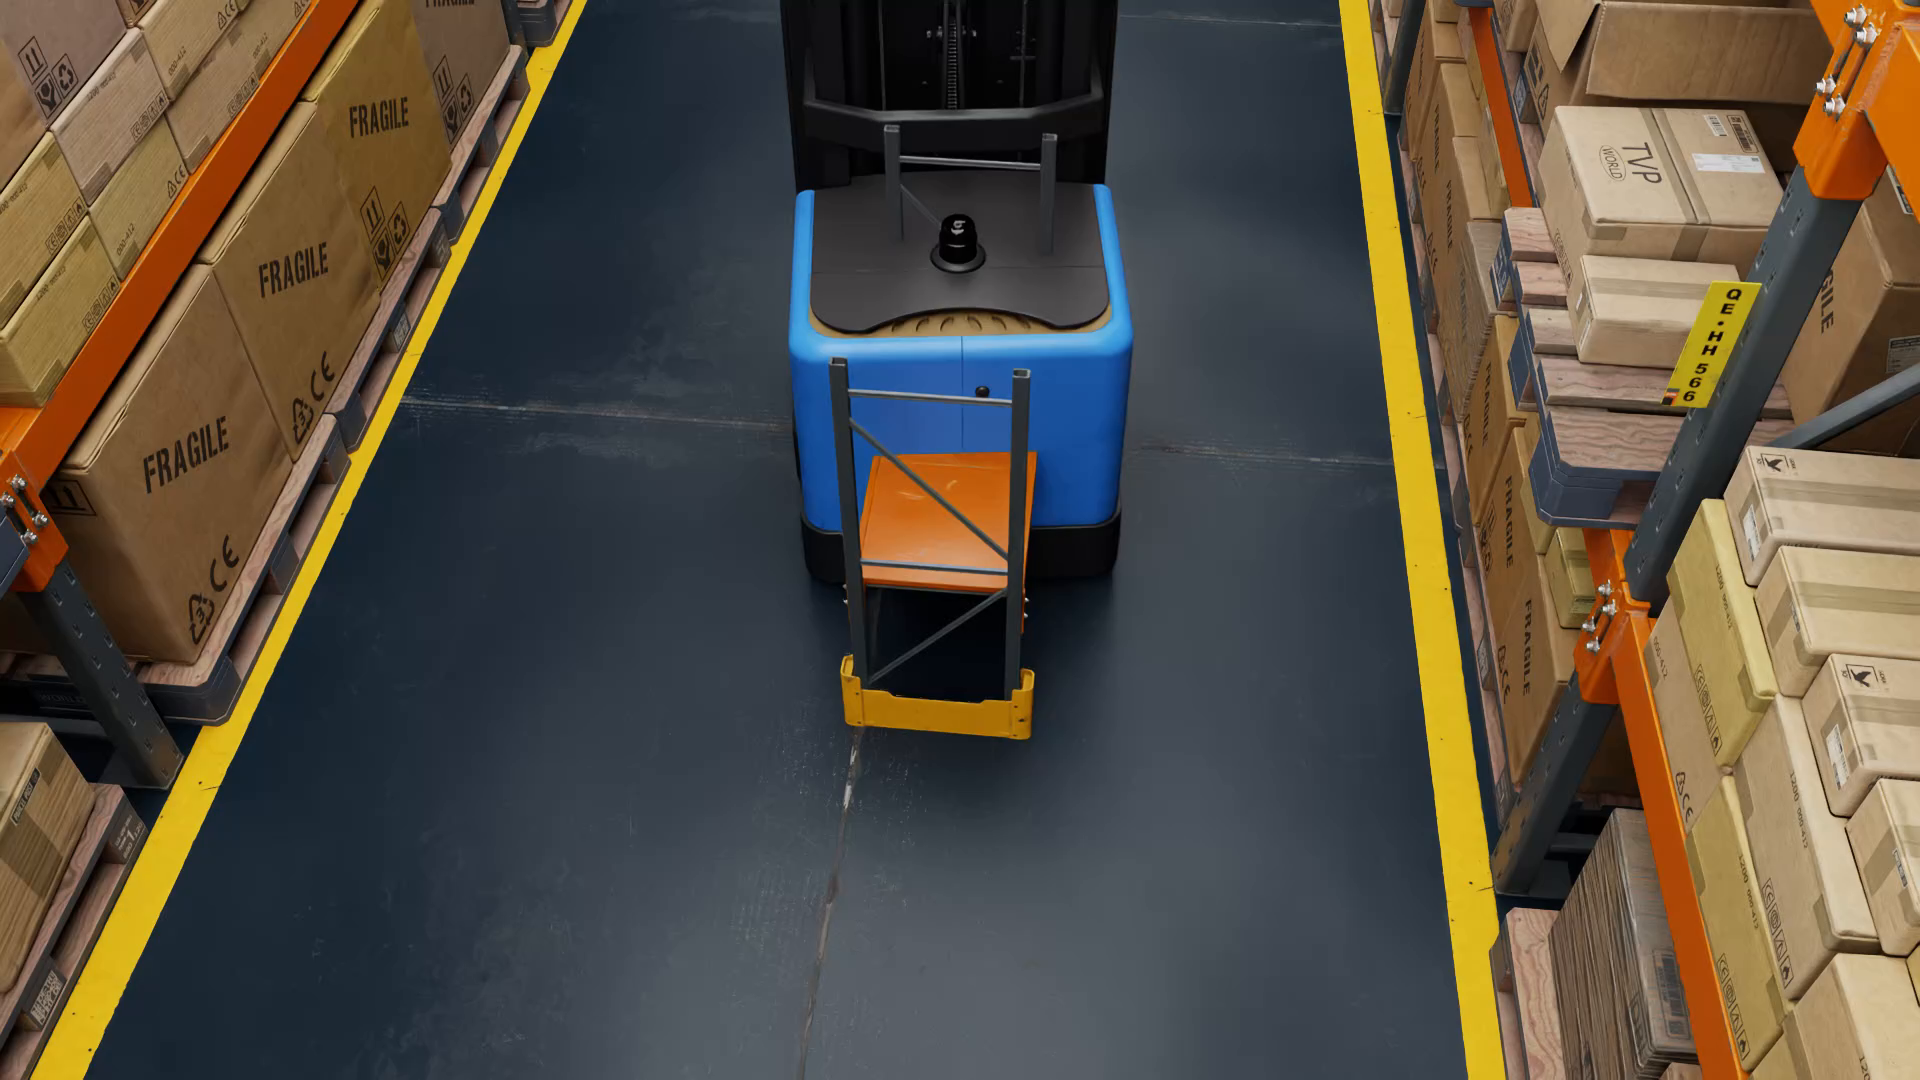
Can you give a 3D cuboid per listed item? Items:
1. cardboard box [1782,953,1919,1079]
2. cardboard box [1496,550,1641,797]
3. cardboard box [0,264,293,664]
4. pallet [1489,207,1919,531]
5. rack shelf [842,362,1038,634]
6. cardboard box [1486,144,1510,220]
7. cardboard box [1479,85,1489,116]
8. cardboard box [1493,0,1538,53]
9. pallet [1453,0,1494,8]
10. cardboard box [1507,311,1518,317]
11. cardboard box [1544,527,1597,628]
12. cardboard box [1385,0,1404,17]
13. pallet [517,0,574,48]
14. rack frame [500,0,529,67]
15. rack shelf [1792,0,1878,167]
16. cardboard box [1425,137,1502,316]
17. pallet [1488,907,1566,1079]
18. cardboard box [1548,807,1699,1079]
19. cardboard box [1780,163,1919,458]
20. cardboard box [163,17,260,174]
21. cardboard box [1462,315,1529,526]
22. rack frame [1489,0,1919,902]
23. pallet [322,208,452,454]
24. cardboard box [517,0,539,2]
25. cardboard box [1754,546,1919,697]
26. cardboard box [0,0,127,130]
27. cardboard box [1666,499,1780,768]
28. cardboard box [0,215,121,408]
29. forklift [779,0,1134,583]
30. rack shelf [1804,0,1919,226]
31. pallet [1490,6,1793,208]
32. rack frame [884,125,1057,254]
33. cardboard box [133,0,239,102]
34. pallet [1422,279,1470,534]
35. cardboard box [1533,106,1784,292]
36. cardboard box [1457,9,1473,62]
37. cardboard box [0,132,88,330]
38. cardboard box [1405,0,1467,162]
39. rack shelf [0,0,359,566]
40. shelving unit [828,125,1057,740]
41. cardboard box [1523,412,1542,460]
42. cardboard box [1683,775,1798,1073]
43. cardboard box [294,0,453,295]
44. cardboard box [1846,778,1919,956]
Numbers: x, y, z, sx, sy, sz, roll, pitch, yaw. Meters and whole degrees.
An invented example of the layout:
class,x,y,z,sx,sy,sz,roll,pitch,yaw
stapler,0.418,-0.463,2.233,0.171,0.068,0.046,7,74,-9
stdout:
class,x,y,z,sx,sy,sz,roll,pitch,yaw
cardboard box,1.654,0.948,2.613,0.500,0.250,0.500,3,48,3
cardboard box,1.875,0.382,4.778,0.500,0.500,0.500,5,48,5
cardboard box,-2.747,-0.253,5.104,0.875,0.875,0.875,3,48,3
pallet,2.042,-0.433,4.243,1.213,0.211,1.003,4,48,4
rack shelf,-0.019,-0.173,5.133,0.538,0.185,1.000,4,48,4
cardboard box,2.061,-1.242,5.823,0.380,0.149,0.250,5,48,5
cardboard box,2.145,-1.605,6.155,0.380,0.149,0.250,3,48,3
cardboard box,2.029,-1.812,5.022,0.700,0.500,0.500,4,48,3
pallet,2.233,-2.290,5.942,1.003,0.211,1.213,4,48,4
cardboard box,1.992,-0.865,5.478,0.380,0.149,0.250,2,48,2
cardboard box,1.843,0.108,4.588,0.380,0.149,0.250,2,48,2
cardboard box,2.173,-2.543,7.691,0.380,0.149,0.250,3,48,2
pallet,-2.381,-2.878,8.239,1.003,0.211,1.213,4,48,4
rack frame,-2.529,-3.266,6.704,1.000,3.000,0.127,4,48,4
rack shelf,2.232,-2.234,4.216,1.077,0.370,4.000,4,48,4
cardboard box,2.058,-1.134,6.164,0.500,0.500,0.500,3,48,2
pallet,1.936,1.548,4.191,1.003,0.211,1.213,4,48,4
cardboard box,1.980,1.122,4.016,0.875,0.625,0.625,5,48,5
cardboard box,2.253,-0.538,3.857,0.500,0.500,0.500,6,48,5
cardboard box,-2.515,-1.382,5.083,0.500,0.250,0.500,5,48,5
cardboard box,1.976,-0.370,5.465,0.500,0.500,0.500,6,48,5
rack frame,2.050,0.005,3.713,1.000,3.000,0.127,4,48,4
pallet,-2.632,-0.853,6.387,1.003,0.211,1.213,4,48,4
cardboard box,-2.365,-2.997,7.910,0.875,0.438,0.875,3,48,3
cardboard box,1.705,0.163,3.061,0.380,0.149,0.250,5,48,4
cardboard box,-2.569,-1.408,4.260,0.500,0.500,0.500,4,48,4
cardboard box,1.742,0.195,3.302,0.500,0.250,0.500,4,48,3
cardboard box,-2.598,-0.618,4.384,0.500,0.250,0.500,3,48,3
forklift,-0.044,-1.926,5.525,1.130,2.935,3.031,-1,48,-1
rack shelf,1.868,0.705,1.527,1.077,0.370,4.000,4,48,4
pallet,2.223,-1.360,5.091,1.003,0.211,1.213,4,48,4
rack frame,0.033,-0.667,5.342,0.500,1.500,0.032,4,48,4
cardboard box,-2.495,-1.545,4.893,0.500,0.250,0.500,4,48,3
pallet,2.270,-0.494,6.059,1.003,0.211,1.213,4,48,4
cardboard box,1.824,-0.883,4.342,0.500,0.250,0.500,2,48,2
cardboard box,2.169,-1.997,6.514,0.380,0.149,0.250,3,48,2
cardboard box,-2.601,-0.800,4.212,0.500,0.250,0.500,4,48,3
cardboard box,2.147,-1.892,6.857,0.500,0.500,0.500,6,48,5
rack shelf,-2.711,-1.553,5.625,1.077,0.370,4.000,4,48,4
shelving unit,-0.019,-0.301,5.007,0.587,1.500,1.083,4,48,4
cardboard box,1.905,-0.285,4.948,0.380,0.149,0.250,2,48,2
cardboard box,1.716,0.734,3.147,0.500,0.250,0.500,3,48,3
cardboard box,-2.580,-1.565,6.304,0.875,0.875,0.875,5,48,5
cardboard box,1.696,0.546,2.710,0.380,0.149,0.250,4,48,4
